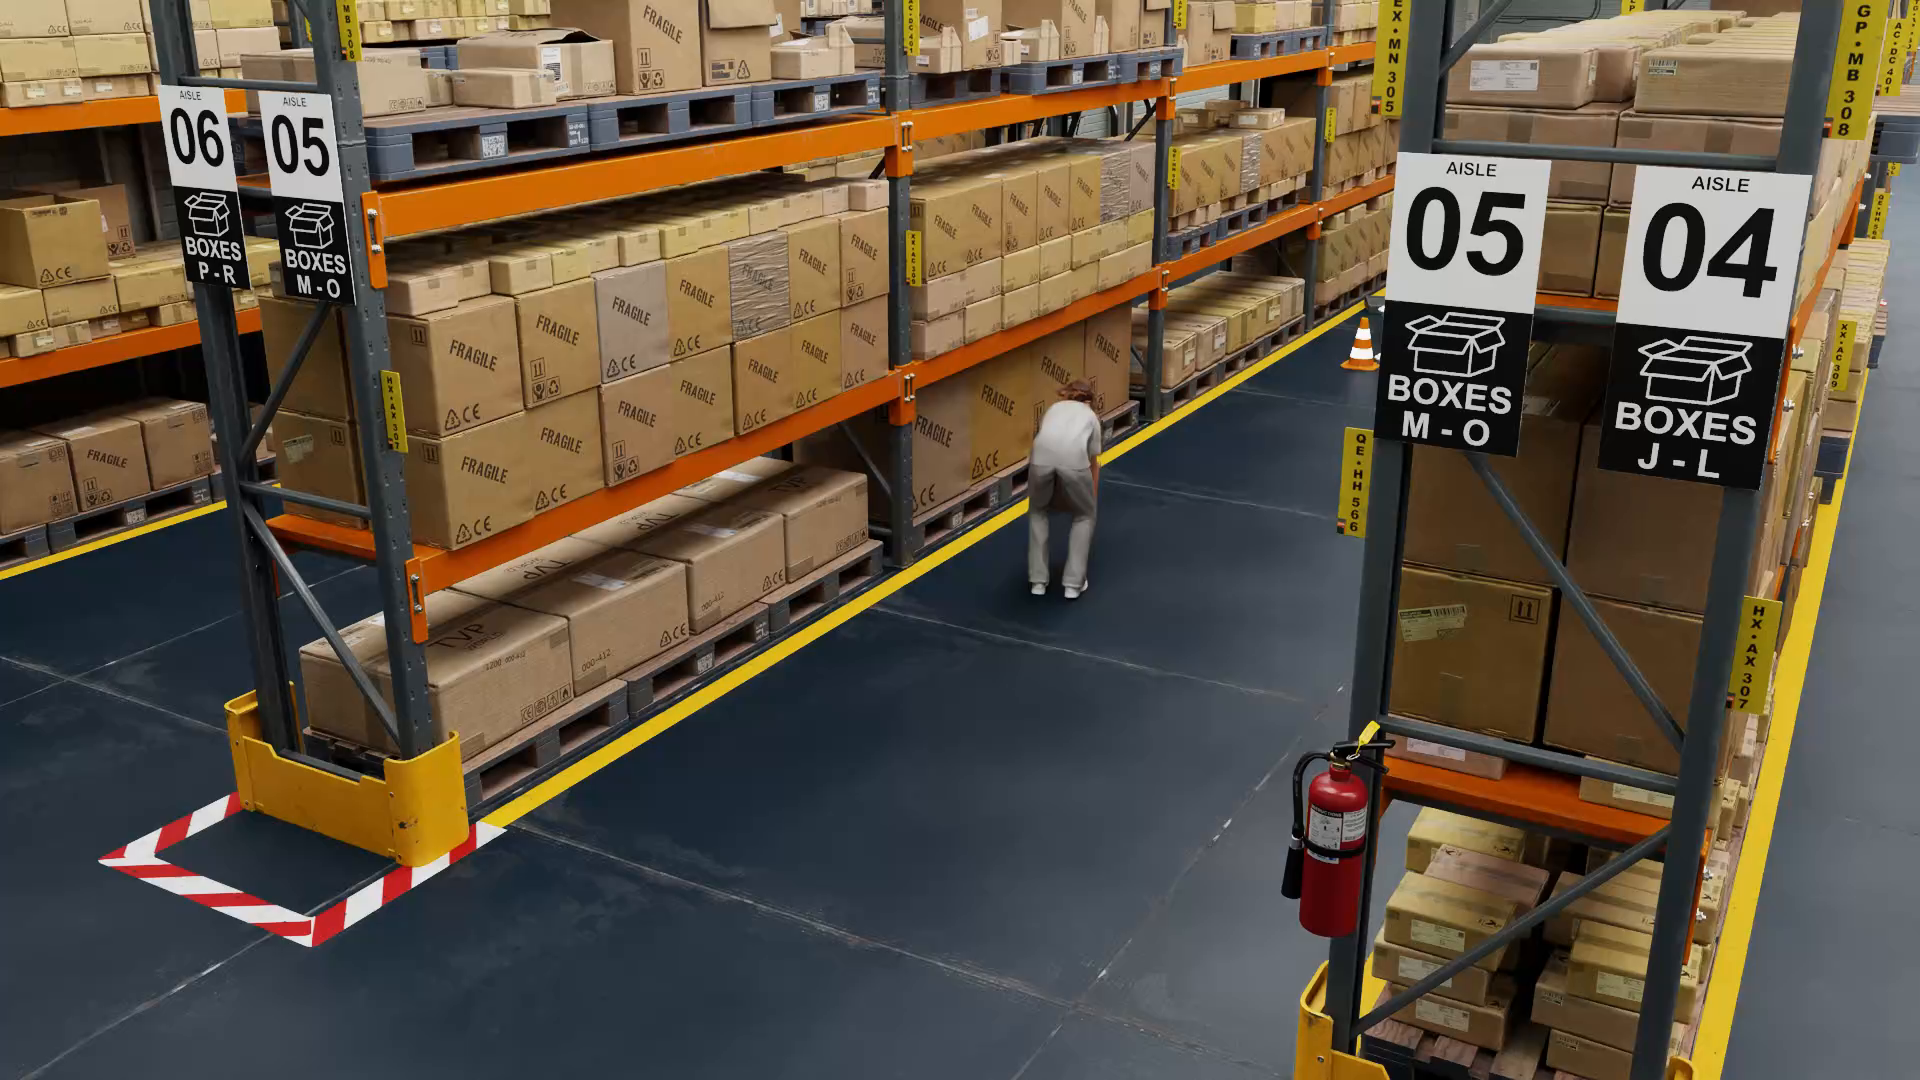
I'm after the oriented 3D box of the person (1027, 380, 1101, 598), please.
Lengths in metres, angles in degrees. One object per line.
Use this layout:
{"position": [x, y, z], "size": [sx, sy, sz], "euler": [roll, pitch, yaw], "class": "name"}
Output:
{"position": [0.656, -0.322, 10.208], "size": [0.417, 1.193, 0.853], "euler": [5, 20, 14], "class": "person"}
